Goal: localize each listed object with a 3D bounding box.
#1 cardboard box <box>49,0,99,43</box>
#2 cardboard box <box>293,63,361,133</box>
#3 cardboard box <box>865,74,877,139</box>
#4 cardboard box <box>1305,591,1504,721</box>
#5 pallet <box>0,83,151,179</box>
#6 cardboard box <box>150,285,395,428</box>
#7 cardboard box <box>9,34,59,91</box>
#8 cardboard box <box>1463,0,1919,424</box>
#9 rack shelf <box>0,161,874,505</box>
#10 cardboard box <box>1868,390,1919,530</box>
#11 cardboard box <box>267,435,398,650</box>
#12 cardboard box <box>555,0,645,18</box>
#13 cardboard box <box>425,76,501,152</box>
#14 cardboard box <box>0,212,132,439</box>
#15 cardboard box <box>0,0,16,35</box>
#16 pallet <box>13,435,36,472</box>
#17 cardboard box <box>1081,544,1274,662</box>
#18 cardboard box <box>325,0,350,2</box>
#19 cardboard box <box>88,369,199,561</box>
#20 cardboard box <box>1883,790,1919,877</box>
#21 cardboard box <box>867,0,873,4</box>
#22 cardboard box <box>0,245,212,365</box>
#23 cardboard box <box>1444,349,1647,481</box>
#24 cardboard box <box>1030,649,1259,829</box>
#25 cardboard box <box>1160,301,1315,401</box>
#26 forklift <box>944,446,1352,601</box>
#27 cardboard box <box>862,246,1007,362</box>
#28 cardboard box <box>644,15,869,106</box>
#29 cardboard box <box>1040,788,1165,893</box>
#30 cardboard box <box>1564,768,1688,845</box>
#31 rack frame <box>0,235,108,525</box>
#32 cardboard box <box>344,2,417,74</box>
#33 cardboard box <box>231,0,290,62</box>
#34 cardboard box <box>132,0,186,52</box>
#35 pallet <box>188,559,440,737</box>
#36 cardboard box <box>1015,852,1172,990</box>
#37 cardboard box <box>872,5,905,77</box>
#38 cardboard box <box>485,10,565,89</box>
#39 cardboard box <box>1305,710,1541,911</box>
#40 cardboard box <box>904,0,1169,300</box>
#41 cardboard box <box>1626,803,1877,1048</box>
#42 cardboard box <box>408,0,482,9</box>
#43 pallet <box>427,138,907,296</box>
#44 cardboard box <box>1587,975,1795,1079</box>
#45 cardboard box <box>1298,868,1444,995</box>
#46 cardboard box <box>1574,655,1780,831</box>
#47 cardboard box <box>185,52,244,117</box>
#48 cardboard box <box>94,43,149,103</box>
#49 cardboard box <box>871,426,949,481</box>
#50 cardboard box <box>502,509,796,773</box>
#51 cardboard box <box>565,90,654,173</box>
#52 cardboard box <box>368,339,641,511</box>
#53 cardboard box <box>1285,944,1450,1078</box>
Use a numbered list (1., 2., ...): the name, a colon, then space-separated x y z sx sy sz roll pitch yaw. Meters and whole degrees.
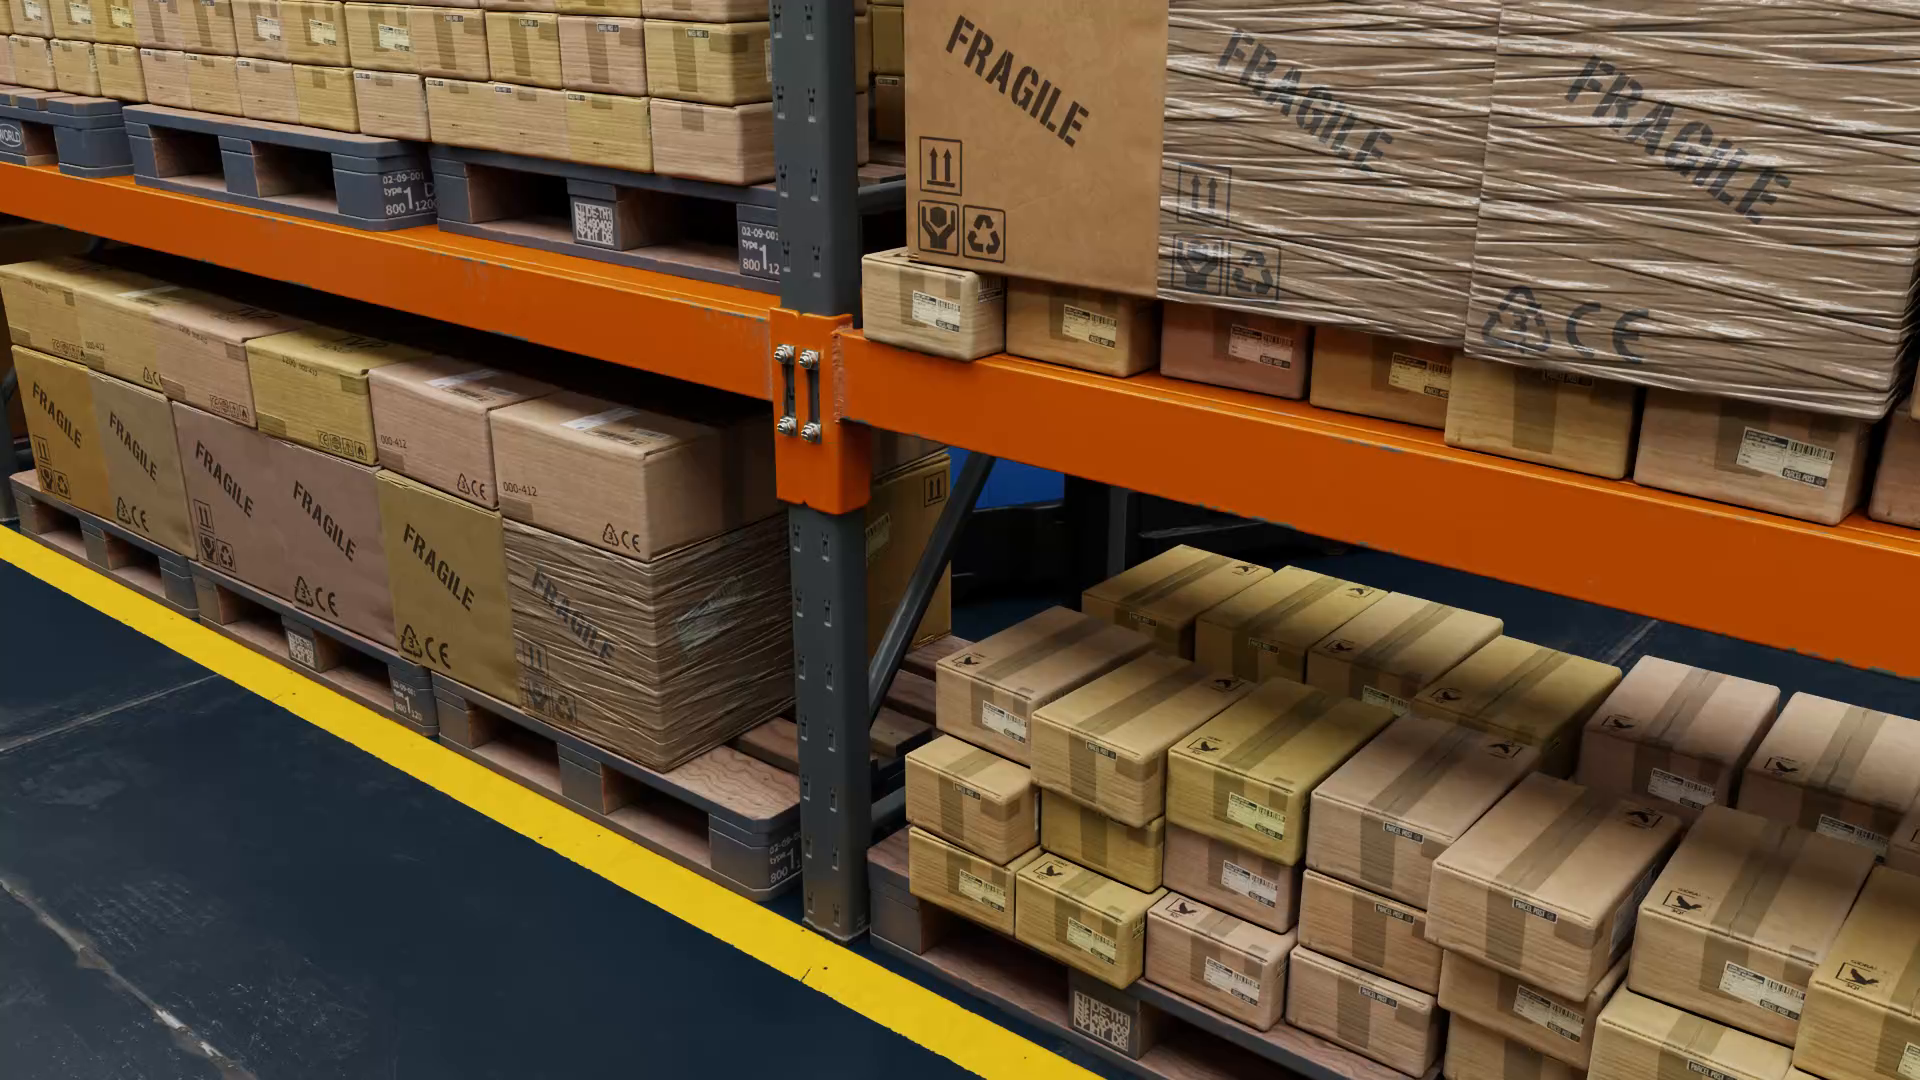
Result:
1. cardboard box: -2.399 -1.542 4.844 0.250 0.149 0.380 15 25 35
2. cardboard box: -1.412 -1.116 4.136 0.250 0.149 0.380 17 27 39
3. cardboard box: -0.200 -1.065 4.002 0.250 0.149 0.380 17 26 37
4. cardboard box: 0.893 0.255 3.344 0.250 0.149 0.380 16 26 36
5. pallet: -2.447 -1.385 5.362 1.003 0.211 1.213 16 26 36
6. cardboard box: -1.917 -0.535 4.722 0.500 0.250 0.500 16 26 37
7. cardboard box: -2.640 -1.469 5.073 0.250 0.149 0.380 18 27 39
8. cardboard box: 1.012 -0.488 2.148 0.500 0.500 0.500 15 26 35
9. rack shelf: -1.517 -0.822 4.616 4.000 0.370 1.077 16 26 36
10. cardboard box: 1.333 -0.114 2.077 0.250 0.149 0.380 17 27 38
11. cardboard box: -1.492 -0.066 4.539 0.500 0.500 0.500 15 26 35
12. cardboard box: -0.611 -1.166 3.426 0.250 0.149 0.380 15 25 35
13. cardboard box: -0.988 -0.996 3.818 0.250 0.149 0.380 15 25 34
14. cardboard box: -3.481 -0.909 6.421 0.750 0.750 1.050 16 26 36
15. cardboard box: -2.819 -1.660 5.159 0.250 0.149 0.380 18 27 39
16. pallet: -3.629 -0.496 6.685 1.213 0.211 1.003 16 26 36
17. cardboard box: 0.473 0.155 3.608 0.250 0.149 0.380 17 27 38
18. cardboard box: -1.411 -1.397 4.039 0.250 0.149 0.380 15 25 34
19. cardboard box: -2.288 -0.293 5.141 0.500 0.500 0.500 16 26 37
20. cardboard box: 1.653 0.511 2.663 0.250 0.149 0.380 16 26 36
21. cardboard box: -0.202 -1.344 3.898 0.250 0.149 0.380 17 26 38
22. cardboard box: -2.685 -0.762 5.324 0.500 0.250 0.500 15 25 34
23. cardboard box: 0.893 -0.223 2.365 0.250 0.149 0.380 17 26 37
24. cardboard box: 0.344 0.358 3.070 0.250 0.149 0.380 18 27 39
25. cardboard box: 0.532 -0.360 2.727 0.250 0.149 0.380 15 25 34
26. forklift: 0.982 -1.487 5.457 3.031 2.935 1.130 -7 22 -19
27. cardboard box: 0.045 -0.442 2.945 0.250 0.149 0.380 17 27 38
28. cardboard box: -0.401 -0.965 3.316 0.250 0.149 0.380 17 27 38
29. cardboard box: 0.364 0.486 3.151 0.250 0.149 0.380 16 26 37
30. cardboard box: 1.256 0.516 3.074 0.250 0.149 0.380 17 26 38
31. rack frame: -3.066 -1.605 5.672 0.127 3.000 1.000 16 26 36
32. cardboard box: -1.211 -1.198 3.933 0.250 0.149 0.380 14 25 34
33. cardboard box: -1.609 -1.314 4.241 0.250 0.149 0.380 17 27 38
34. cardboard box: -2.010 -1.430 4.547 0.250 0.149 0.380 16 26 36
35. pallet: -1.521 0.147 4.979 1.213 0.211 1.003 16 26 36
36. cardboard box: 0.318 0.654 3.129 0.250 0.149 0.380 17 27 38
37. cardboard box: 0.018 -1.144 3.790 0.250 0.149 0.380 17 26 37
38. cardboard box: -0.796 -1.080 3.620 0.250 0.149 0.380 17 27 39
39. cardboard box: 0.788 0.453 2.818 0.250 0.149 0.380 15 25 35
40. cardboard box: 0.257 -0.719 2.760 0.500 0.500 0.500 16 26 35
41. cardboard box: 1.197 0.570 2.507 0.250 0.149 0.380 15 25 34
42. cardboard box: -1.013 -1.282 3.735 0.250 0.149 0.380 16 26 36
43. pallet: -0.468 -0.833 3.897 1.213 0.211 1.003 16 26 36
44. cardboard box: 1.136 0.733 2.496 0.250 0.149 0.380 16 26 36
45. cardboard box: 0.783 0.592 2.871 0.250 0.149 0.380 15 25 34
46. cardboard box: 1.313 0.369 3.040 0.250 0.149 0.380 15 25 34
47. cardboard box: -1.819 -1.233 4.449 0.250 0.149 0.380 16 26 37
48. cardboard box: -2.220 -1.349 4.755 0.250 0.149 0.380 18 27 39
49. cardboard box: -0.373 -0.327 4.169 0.500 0.250 0.500 15 25 34
50. cardboard box: -0.700 0.165 3.928 0.500 0.500 0.500 15 26 35
51. cardboard box: -0.602 -0.883 3.521 0.250 0.149 0.380 16 26 37
52. cardboard box: -1.094 -0.305 4.112 0.500 0.250 0.500 18 27 39
53. cardboard box: 0.771 0.738 2.906 0.250 0.149 0.380 15 26 35
